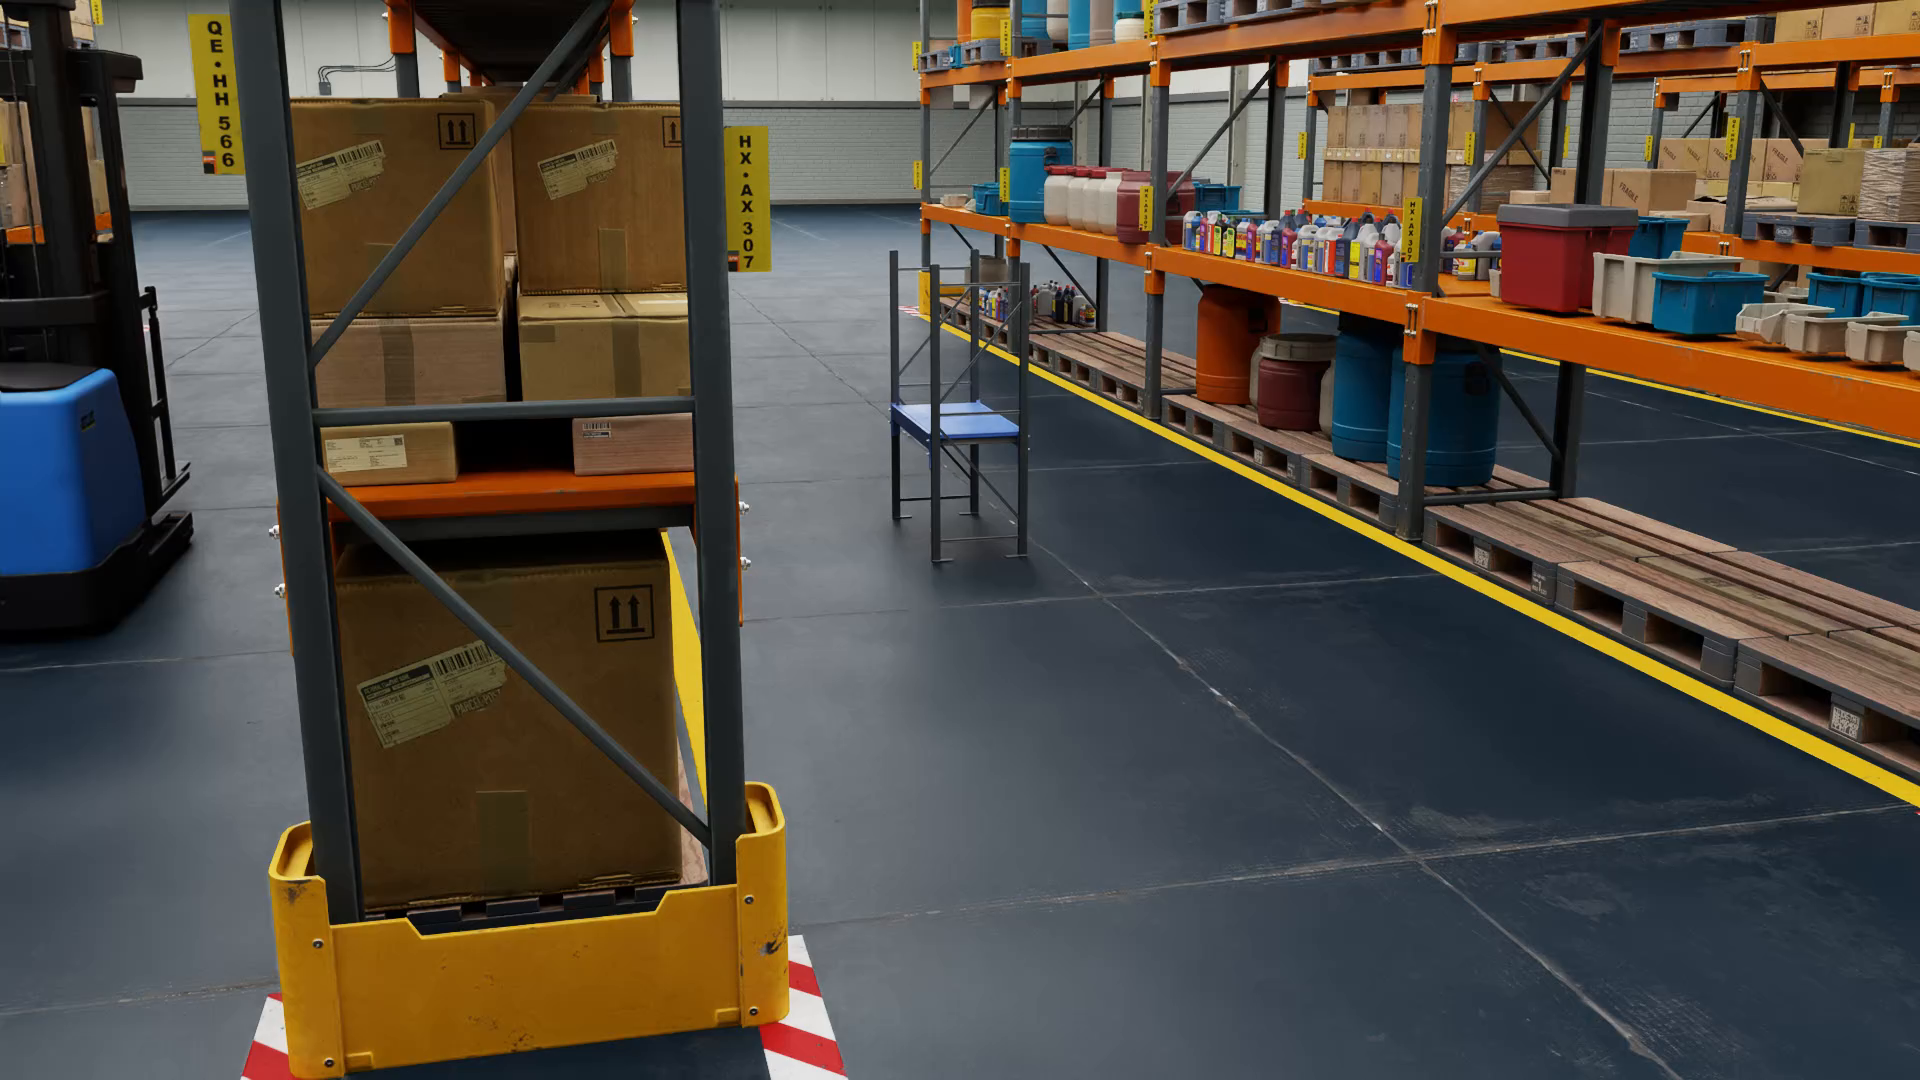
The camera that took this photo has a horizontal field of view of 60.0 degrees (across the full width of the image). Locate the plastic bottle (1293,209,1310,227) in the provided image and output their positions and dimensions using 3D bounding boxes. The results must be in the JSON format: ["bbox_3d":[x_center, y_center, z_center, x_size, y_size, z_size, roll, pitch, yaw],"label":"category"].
[{"bbox_3d":[2.174,-1.949,10.688,0.144,0.351,0.185,-3,14,-13],"label":"plastic bottle"}]

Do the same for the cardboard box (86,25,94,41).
[{"bbox_3d":[-9.220,-5.255,17.228,0.380,0.149,0.250,-3,14,-13],"label":"cardboard box"}]

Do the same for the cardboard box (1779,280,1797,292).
[{"bbox_3d":[10.245,-3.082,20.303,0.380,0.149,0.250,-4,14,-18],"label":"cardboard box"}]

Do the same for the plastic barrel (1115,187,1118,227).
[{"bbox_3d":[1.462,-2.688,13.374,0.421,0.512,0.421,0,14,0],"label":"plastic barrel"}]

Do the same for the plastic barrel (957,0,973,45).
[{"bbox_3d":[0.270,-6.019,19.132,0.600,0.830,0.708,-3,14,-13],"label":"plastic barrel"}]

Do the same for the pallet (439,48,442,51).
[{"bbox_3d":[-3.801,-4.273,14.170,1.213,0.211,1.003,-3,14,-13],"label":"pallet"}]

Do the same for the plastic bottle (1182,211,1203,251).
[{"bbox_3d":[1.698,-2.230,11.997,0.152,0.276,0.135,-3,14,-13],"label":"plastic bottle"}]

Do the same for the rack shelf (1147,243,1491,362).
[{"bbox_3d":[2.381,-1.597,10.661,1.077,0.370,4.000,-3,14,-13],"label":"rack shelf"}]

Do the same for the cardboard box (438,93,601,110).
[{"bbox_3d":[-2.122,-1.892,8.028,0.797,0.503,0.637,-4,14,-15],"label":"cardboard box"}]

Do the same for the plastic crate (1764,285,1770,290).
[{"bbox_3d":[3.374,-1.138,7.717,0.437,0.125,0.590,-3,14,-13],"label":"plastic crate"}]

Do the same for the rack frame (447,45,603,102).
[{"bbox_3d":[-2.903,-2.132,11.334,1.000,3.000,0.127,-3,14,-13],"label":"rack frame"}]

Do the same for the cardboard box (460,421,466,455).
[{"bbox_3d":[-1.491,-0.288,4.316,0.380,0.149,0.250,-3,14,-13],"label":"cardboard box"}]

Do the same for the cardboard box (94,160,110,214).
[{"bbox_3d":[-9.496,-3.714,17.494,0.875,0.550,0.550,-3,14,-13],"label":"cardboard box"}]

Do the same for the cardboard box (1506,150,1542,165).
[{"bbox_3d":[5.912,-4.043,17.577,0.380,0.149,0.250,-3,14,-13],"label":"cardboard box"}]

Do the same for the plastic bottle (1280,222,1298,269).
[{"bbox_3d":[2.055,-1.838,10.375,0.061,0.283,0.133,-3,14,-13],"label":"plastic bottle"}]

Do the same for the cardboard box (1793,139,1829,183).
[{"bbox_3d":[10.067,-4.391,19.274,0.500,0.500,0.500,-3,14,-14],"label":"cardboard box"}]

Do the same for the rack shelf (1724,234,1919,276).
[{"bbox_3d":[7.196,-1.873,11.788,1.077,0.370,4.000,-3,14,-13],"label":"rack shelf"}]

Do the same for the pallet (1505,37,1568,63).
[{"bbox_3d":[6.007,-4.768,16.205,0.805,0.209,1.217,-4,14,-15],"label":"pallet"}]

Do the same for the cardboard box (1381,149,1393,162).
[{"bbox_3d":[5.091,-4.436,19.185,0.380,0.149,0.250,-3,14,-13],"label":"cardboard box"}]

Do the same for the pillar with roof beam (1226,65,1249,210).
[{"bbox_3d":[2.255,-11.520,37.117,9.100,9.000,0.400,-3,14,-13],"label":"pillar with roof beam"}]

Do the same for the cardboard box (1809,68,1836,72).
[{"bbox_3d":[10.136,-5.619,19.032,0.500,0.500,0.500,-5,14,-18],"label":"cardboard box"}]

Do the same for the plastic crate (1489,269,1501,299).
[{"bbox_3d":[2.821,-1.271,8.239,0.396,0.136,0.243,-3,14,-13],"label":"plastic crate"}]

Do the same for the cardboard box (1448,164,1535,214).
[{"bbox_3d":[5.677,-3.757,17.774,0.700,0.500,0.500,-4,14,-15],"label":"cardboard box"}]

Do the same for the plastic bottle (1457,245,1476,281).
[{"bbox_3d":[2.909,-1.590,9.534,0.097,0.201,0.097,0,14,0],"label":"plastic bottle"}]

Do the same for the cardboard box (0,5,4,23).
[{"bbox_3d":[-8.506,-4.552,14.353,0.380,0.149,0.250,-3,14,-13],"label":"cardboard box"}]

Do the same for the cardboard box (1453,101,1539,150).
[{"bbox_3d":[5.677,-4.387,17.620,0.700,0.500,0.500,-3,14,-13],"label":"cardboard box"}]

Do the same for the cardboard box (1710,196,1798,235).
[{"bbox_3d":[6.684,-2.727,13.955,0.500,0.311,0.500,-2,14,-10],"label":"cardboard box"}]

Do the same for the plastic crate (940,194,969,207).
[{"bbox_3d":[-0.070,-3.901,19.131,0.298,0.136,0.250,-3,14,-13],"label":"plastic crate"}]

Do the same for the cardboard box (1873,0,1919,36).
[{"bbox_3d":[7.104,-3.853,11.846,0.910,0.500,0.500,-3,14,-13],"label":"cardboard box"}]

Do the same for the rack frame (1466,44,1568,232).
[{"bbox_3d":[5.787,-3.606,17.368,1.000,3.000,0.127,-3,14,-13],"label":"rack frame"}]

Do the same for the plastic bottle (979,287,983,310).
[{"bbox_3d":[0.236,-2.627,18.183,0.097,0.271,0.097,0,14,0],"label":"plastic bottle"}]

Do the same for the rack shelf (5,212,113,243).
[{"bbox_3d":[-9.158,-2.914,16.049,1.077,0.370,4.000,-3,14,-13],"label":"rack shelf"}]

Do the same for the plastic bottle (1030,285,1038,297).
[{"bbox_3d":[0.819,-2.683,18.385,0.061,0.283,0.133,-3,14,-13],"label":"plastic bottle"}]

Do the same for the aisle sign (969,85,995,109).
[{"bbox_3d":[0.304,-5.550,19.846,0.394,0.787,0.004,-3,14,-13],"label":"aisle sign"}]

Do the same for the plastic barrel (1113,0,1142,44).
[{"bbox_3d":[1.609,-4.625,14.160,0.600,0.901,0.708,-3,14,-13],"label":"plastic barrel"}]

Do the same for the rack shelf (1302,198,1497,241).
[{"bbox_3d":[5.318,-3.718,19.342,1.077,0.370,4.000,-3,14,-13],"label":"rack shelf"}]

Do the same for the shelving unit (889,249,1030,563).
[{"bbox_3d":[-0.020,-0.748,8.830,0.538,1.500,1.048,-3,14,-13],"label":"shelving unit"}]

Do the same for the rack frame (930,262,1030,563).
[{"bbox_3d":[0.099,-0.631,8.350,0.500,1.500,0.032,-3,14,-13],"label":"rack frame"}]

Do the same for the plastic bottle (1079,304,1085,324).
[{"bbox_3d":[1.275,-2.330,17.114,0.097,0.201,0.097,0,14,0],"label":"plastic bottle"}]

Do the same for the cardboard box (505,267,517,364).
[{"bbox_3d":[-1.635,-0.690,5.119,0.500,0.250,0.500,-4,14,-15],"label":"cardboard box"}]

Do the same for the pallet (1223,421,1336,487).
[{"bbox_3d":[2.420,-0.593,10.911,1.003,0.211,1.213,-3,14,-13],"label":"pallet"}]

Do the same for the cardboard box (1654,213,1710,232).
[{"bbox_3d":[6.247,-2.754,14.407,0.380,0.149,0.250,-3,14,-13],"label":"cardboard box"}]

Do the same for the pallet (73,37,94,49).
[{"bbox_3d":[-9.443,-4.968,16.809,1.003,0.211,1.213,-3,14,-13],"label":"pallet"}]

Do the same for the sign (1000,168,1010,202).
[{"bbox_3d":[0.434,-3.437,16.093,0.100,0.325,0.005,-3,14,-13],"label":"sign"}]

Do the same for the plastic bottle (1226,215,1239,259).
[{"bbox_3d":[1.848,-2.040,11.204,0.061,0.283,0.133,-3,14,-13],"label":"plastic bottle"}]

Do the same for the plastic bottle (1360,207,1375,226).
[{"bbox_3d":[2.686,-2.012,10.947,0.144,0.351,0.185,-3,14,-13],"label":"plastic bottle"}]

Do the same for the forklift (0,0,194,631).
[{"bbox_3d":[-4.556,-1.308,8.106,1.130,2.935,3.031,-3,14,-14],"label":"forklift"}]

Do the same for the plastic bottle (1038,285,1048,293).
[{"bbox_3d":[0.922,-2.686,18.411,0.152,0.276,0.135,-3,14,-13],"label":"plastic bottle"}]

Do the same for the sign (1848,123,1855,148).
[{"bbox_3d":[7.252,-3.240,13.596,0.100,0.325,0.005,-3,14,-13],"label":"sign"}]

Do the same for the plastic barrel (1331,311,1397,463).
[{"bbox_3d":[2.573,-0.960,10.073,0.600,0.901,0.708,-3,14,-13],"label":"plastic barrel"}]

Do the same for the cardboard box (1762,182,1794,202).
[{"bbox_3d":[9.954,-4.143,19.839,0.500,0.250,0.500,-3,14,-13],"label":"cardboard box"}]

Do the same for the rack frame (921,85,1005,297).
[{"bbox_3d":[0.032,-4.254,20.018,1.000,3.000,0.127,-3,14,-13],"label":"rack frame"}]

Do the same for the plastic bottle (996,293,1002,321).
[{"bbox_3d":[0.416,-2.437,17.379,0.061,0.283,0.133,-2,14,-9],"label":"plastic bottle"}]

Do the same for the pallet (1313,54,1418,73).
[{"bbox_3d":[4.989,-5.779,20.126,1.003,0.211,1.213,-3,14,-13],"label":"pallet"}]

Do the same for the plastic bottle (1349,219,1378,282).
[{"bbox_3d":[2.317,-1.655,9.486,0.144,0.351,0.185,-3,14,-13],"label":"plastic bottle"}]

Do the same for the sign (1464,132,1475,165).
[{"bbox_3d":[5.248,-4.034,17.128,0.100,0.325,0.005,-3,14,-13],"label":"sign"}]

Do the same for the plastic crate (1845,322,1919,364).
[{"bbox_3d":[3.368,-0.710,5.940,0.396,0.136,0.243,-3,14,-13],"label":"plastic crate"}]
